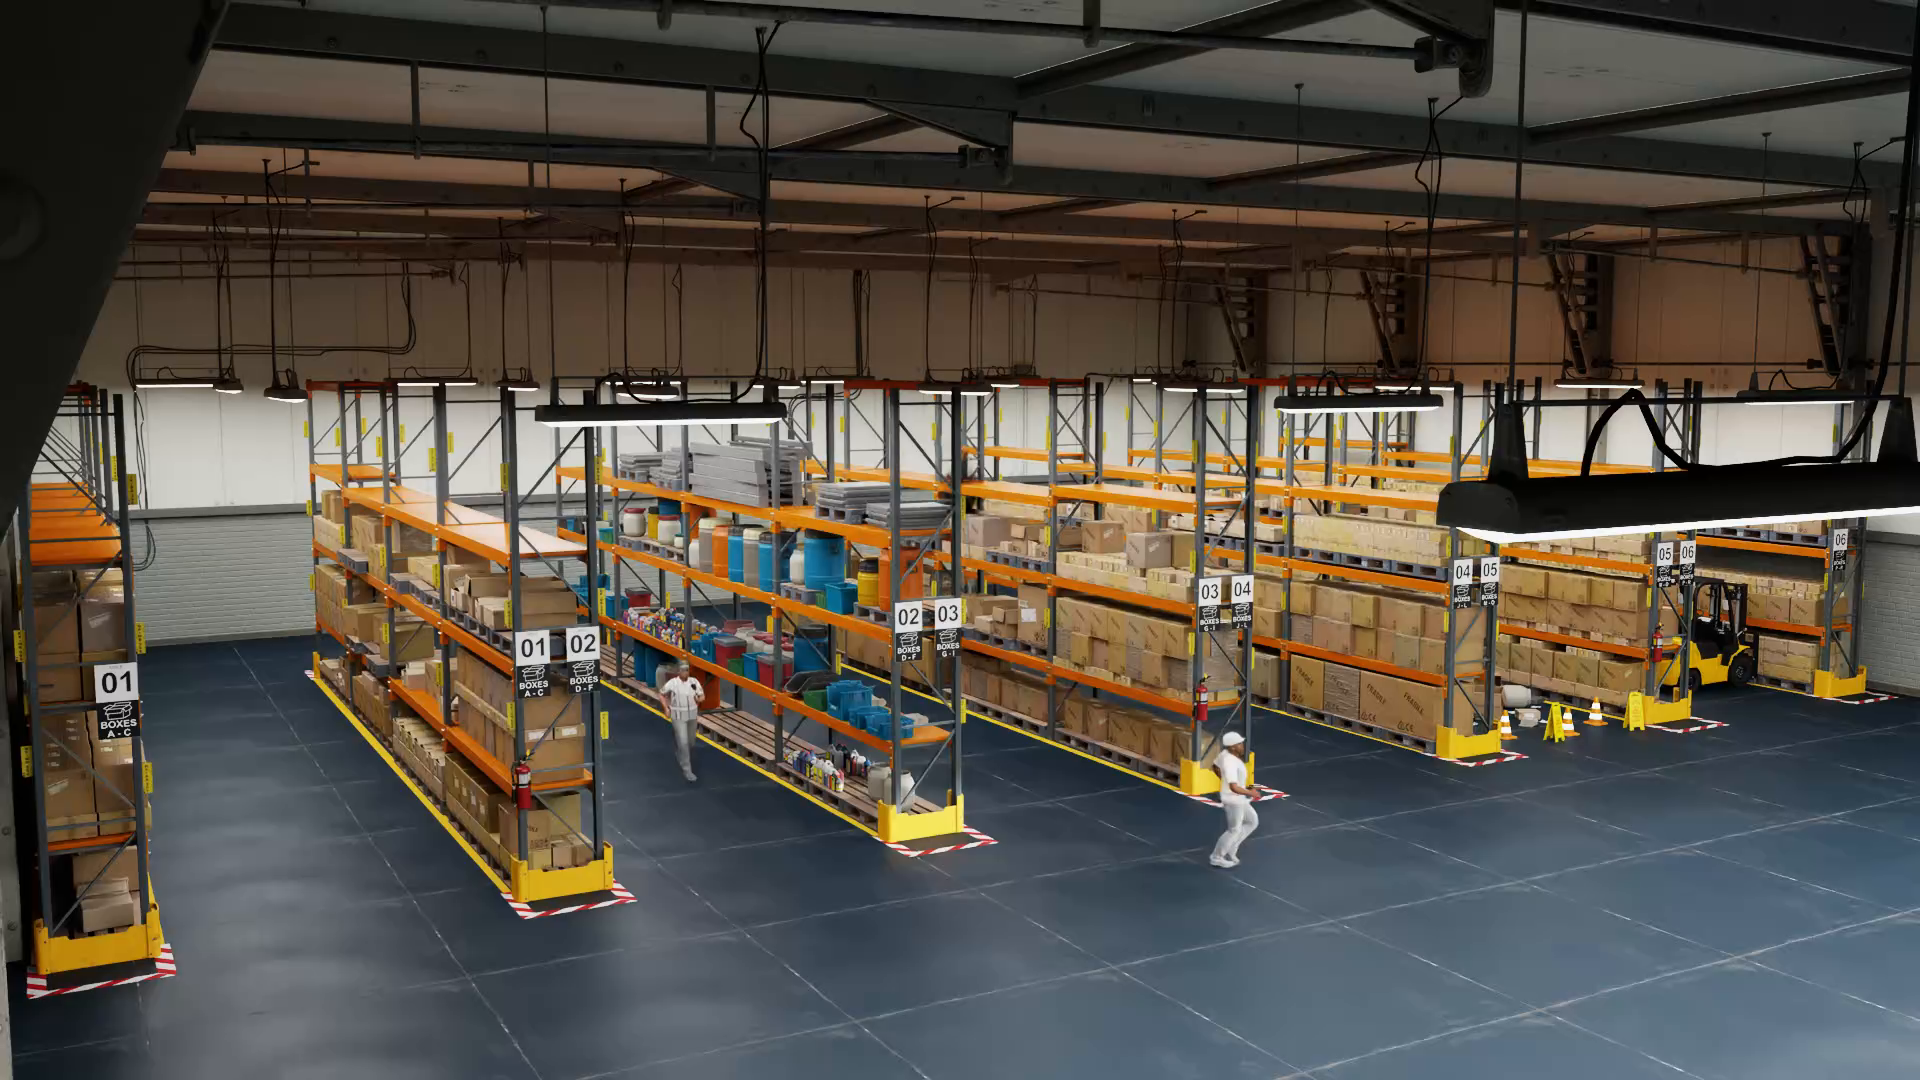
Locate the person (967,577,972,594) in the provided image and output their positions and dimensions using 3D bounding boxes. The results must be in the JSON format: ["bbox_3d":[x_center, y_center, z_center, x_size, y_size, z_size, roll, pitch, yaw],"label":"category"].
[{"bbox_3d":[0.140,1.005,41.940,1.017,1.627,0.588,-4,7,-33],"label":"person"}]

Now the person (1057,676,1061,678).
[{"bbox_3d":[2.052,1.813,31.780,0.570,1.695,0.791,-4,7,-34],"label":"person"}]

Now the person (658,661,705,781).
[{"bbox_3d":[-4.218,2.718,25.487,0.661,1.773,0.964,-4,7,-33],"label":"person"}]

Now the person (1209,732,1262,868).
[{"bbox_3d":[3.460,3.249,20.875,0.633,1.725,0.712,1,6,7],"label":"person"}]
